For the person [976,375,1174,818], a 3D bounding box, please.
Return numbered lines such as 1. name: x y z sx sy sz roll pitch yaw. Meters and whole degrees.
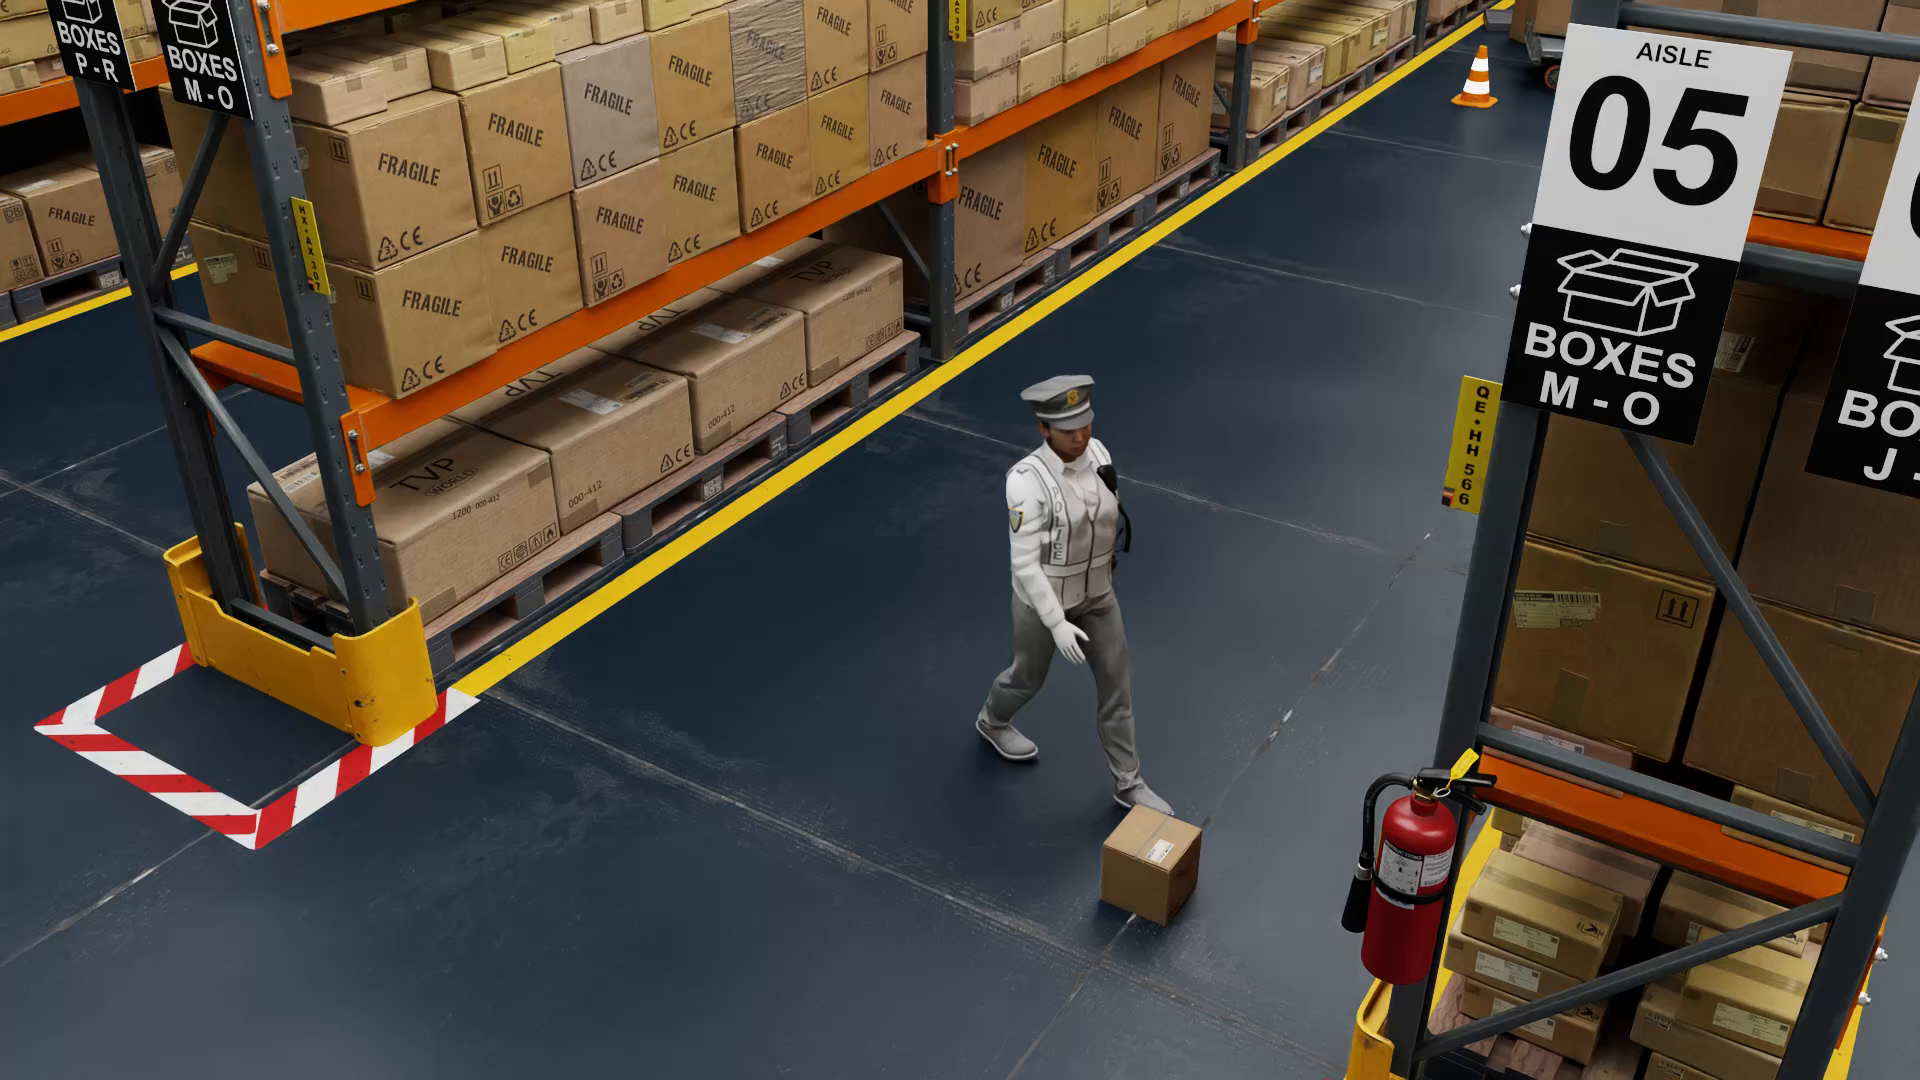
1. person: 0.395 0.206 5.777 0.491 1.641 0.877 -19 36 -29
